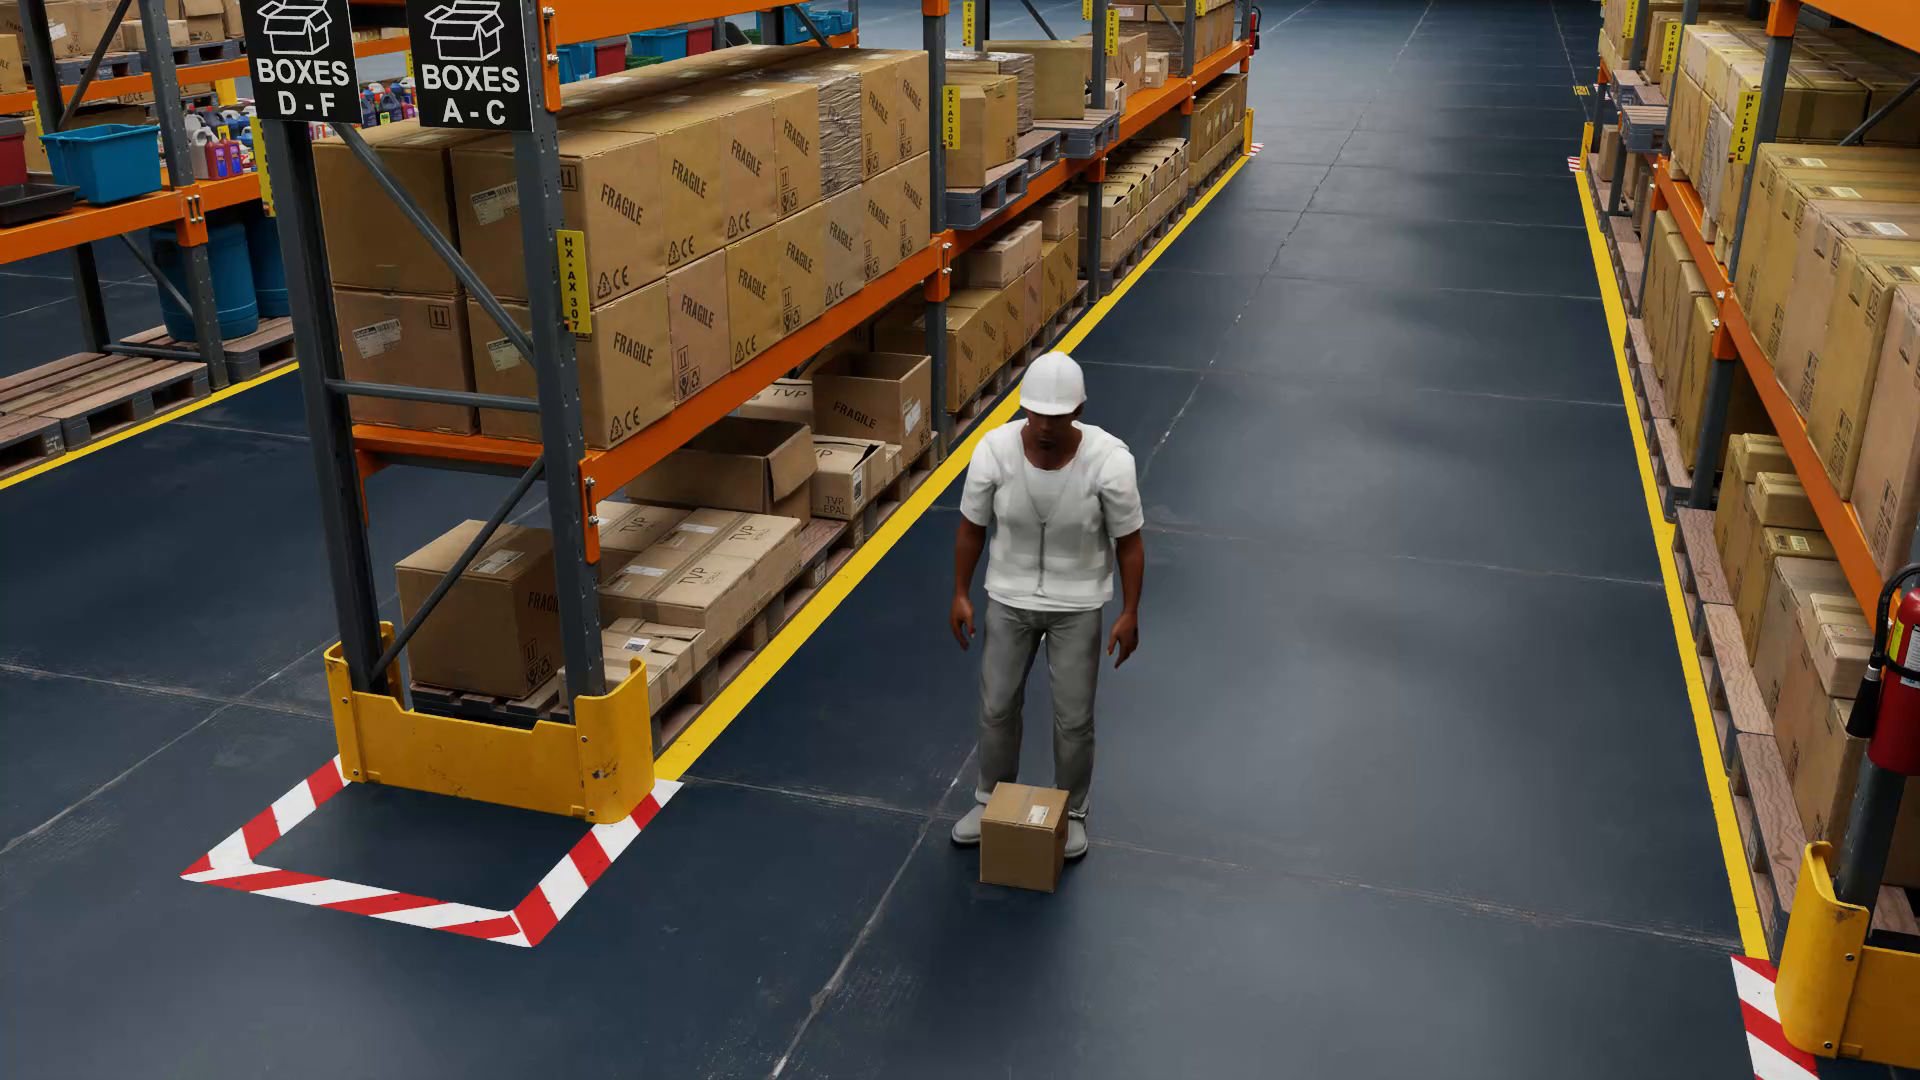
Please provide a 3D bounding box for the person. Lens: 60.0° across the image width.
[{"bbox_3d":[0.282,0.218,5.519,0.636,1.761,0.454,5,22,13],"label":"person"}]
